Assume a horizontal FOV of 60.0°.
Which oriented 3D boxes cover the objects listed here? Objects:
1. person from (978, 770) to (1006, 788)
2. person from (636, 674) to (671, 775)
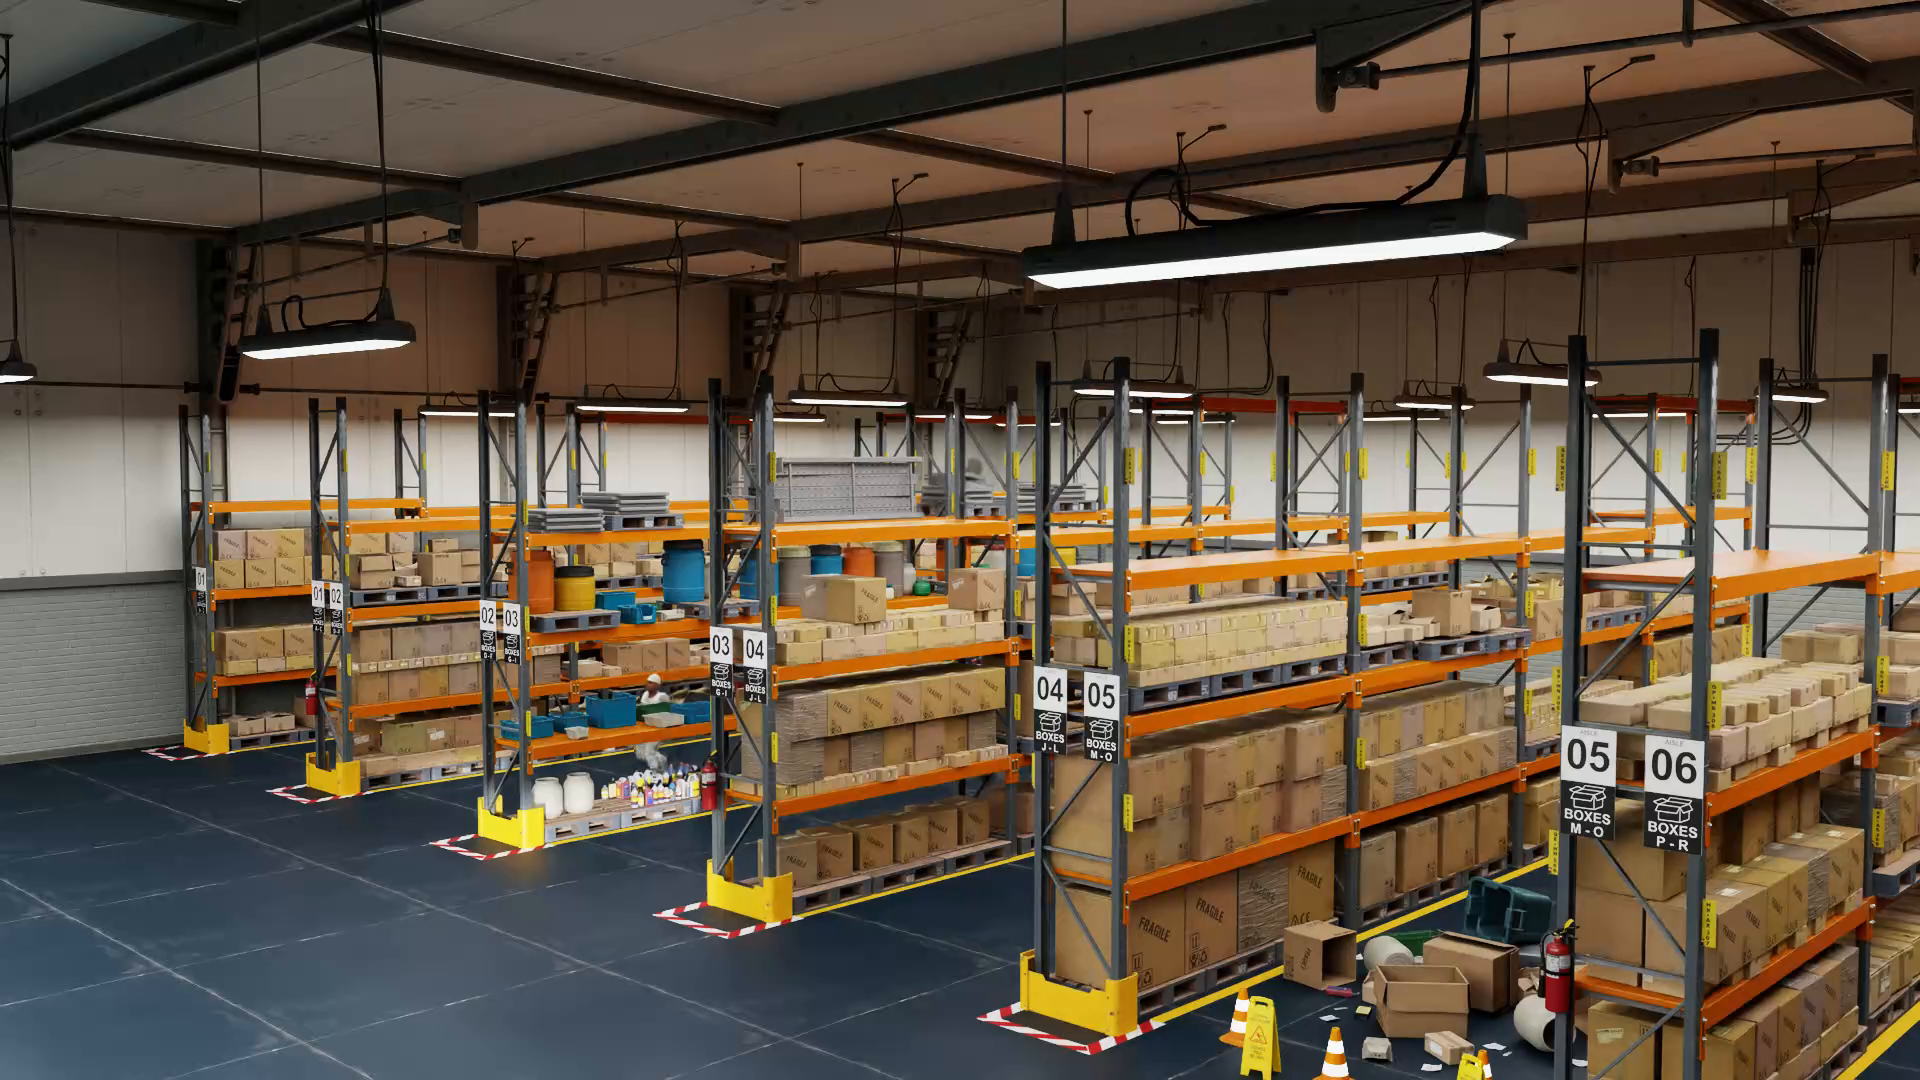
[{"bbox_3d":[0.540,3.048,24.133,0.606,1.652,0.669,3,4,40],"label":"person"},{"bbox_3d":[-4.744,2.950,25.812,0.699,1.744,0.596,3,4,40],"label":"person"}]
